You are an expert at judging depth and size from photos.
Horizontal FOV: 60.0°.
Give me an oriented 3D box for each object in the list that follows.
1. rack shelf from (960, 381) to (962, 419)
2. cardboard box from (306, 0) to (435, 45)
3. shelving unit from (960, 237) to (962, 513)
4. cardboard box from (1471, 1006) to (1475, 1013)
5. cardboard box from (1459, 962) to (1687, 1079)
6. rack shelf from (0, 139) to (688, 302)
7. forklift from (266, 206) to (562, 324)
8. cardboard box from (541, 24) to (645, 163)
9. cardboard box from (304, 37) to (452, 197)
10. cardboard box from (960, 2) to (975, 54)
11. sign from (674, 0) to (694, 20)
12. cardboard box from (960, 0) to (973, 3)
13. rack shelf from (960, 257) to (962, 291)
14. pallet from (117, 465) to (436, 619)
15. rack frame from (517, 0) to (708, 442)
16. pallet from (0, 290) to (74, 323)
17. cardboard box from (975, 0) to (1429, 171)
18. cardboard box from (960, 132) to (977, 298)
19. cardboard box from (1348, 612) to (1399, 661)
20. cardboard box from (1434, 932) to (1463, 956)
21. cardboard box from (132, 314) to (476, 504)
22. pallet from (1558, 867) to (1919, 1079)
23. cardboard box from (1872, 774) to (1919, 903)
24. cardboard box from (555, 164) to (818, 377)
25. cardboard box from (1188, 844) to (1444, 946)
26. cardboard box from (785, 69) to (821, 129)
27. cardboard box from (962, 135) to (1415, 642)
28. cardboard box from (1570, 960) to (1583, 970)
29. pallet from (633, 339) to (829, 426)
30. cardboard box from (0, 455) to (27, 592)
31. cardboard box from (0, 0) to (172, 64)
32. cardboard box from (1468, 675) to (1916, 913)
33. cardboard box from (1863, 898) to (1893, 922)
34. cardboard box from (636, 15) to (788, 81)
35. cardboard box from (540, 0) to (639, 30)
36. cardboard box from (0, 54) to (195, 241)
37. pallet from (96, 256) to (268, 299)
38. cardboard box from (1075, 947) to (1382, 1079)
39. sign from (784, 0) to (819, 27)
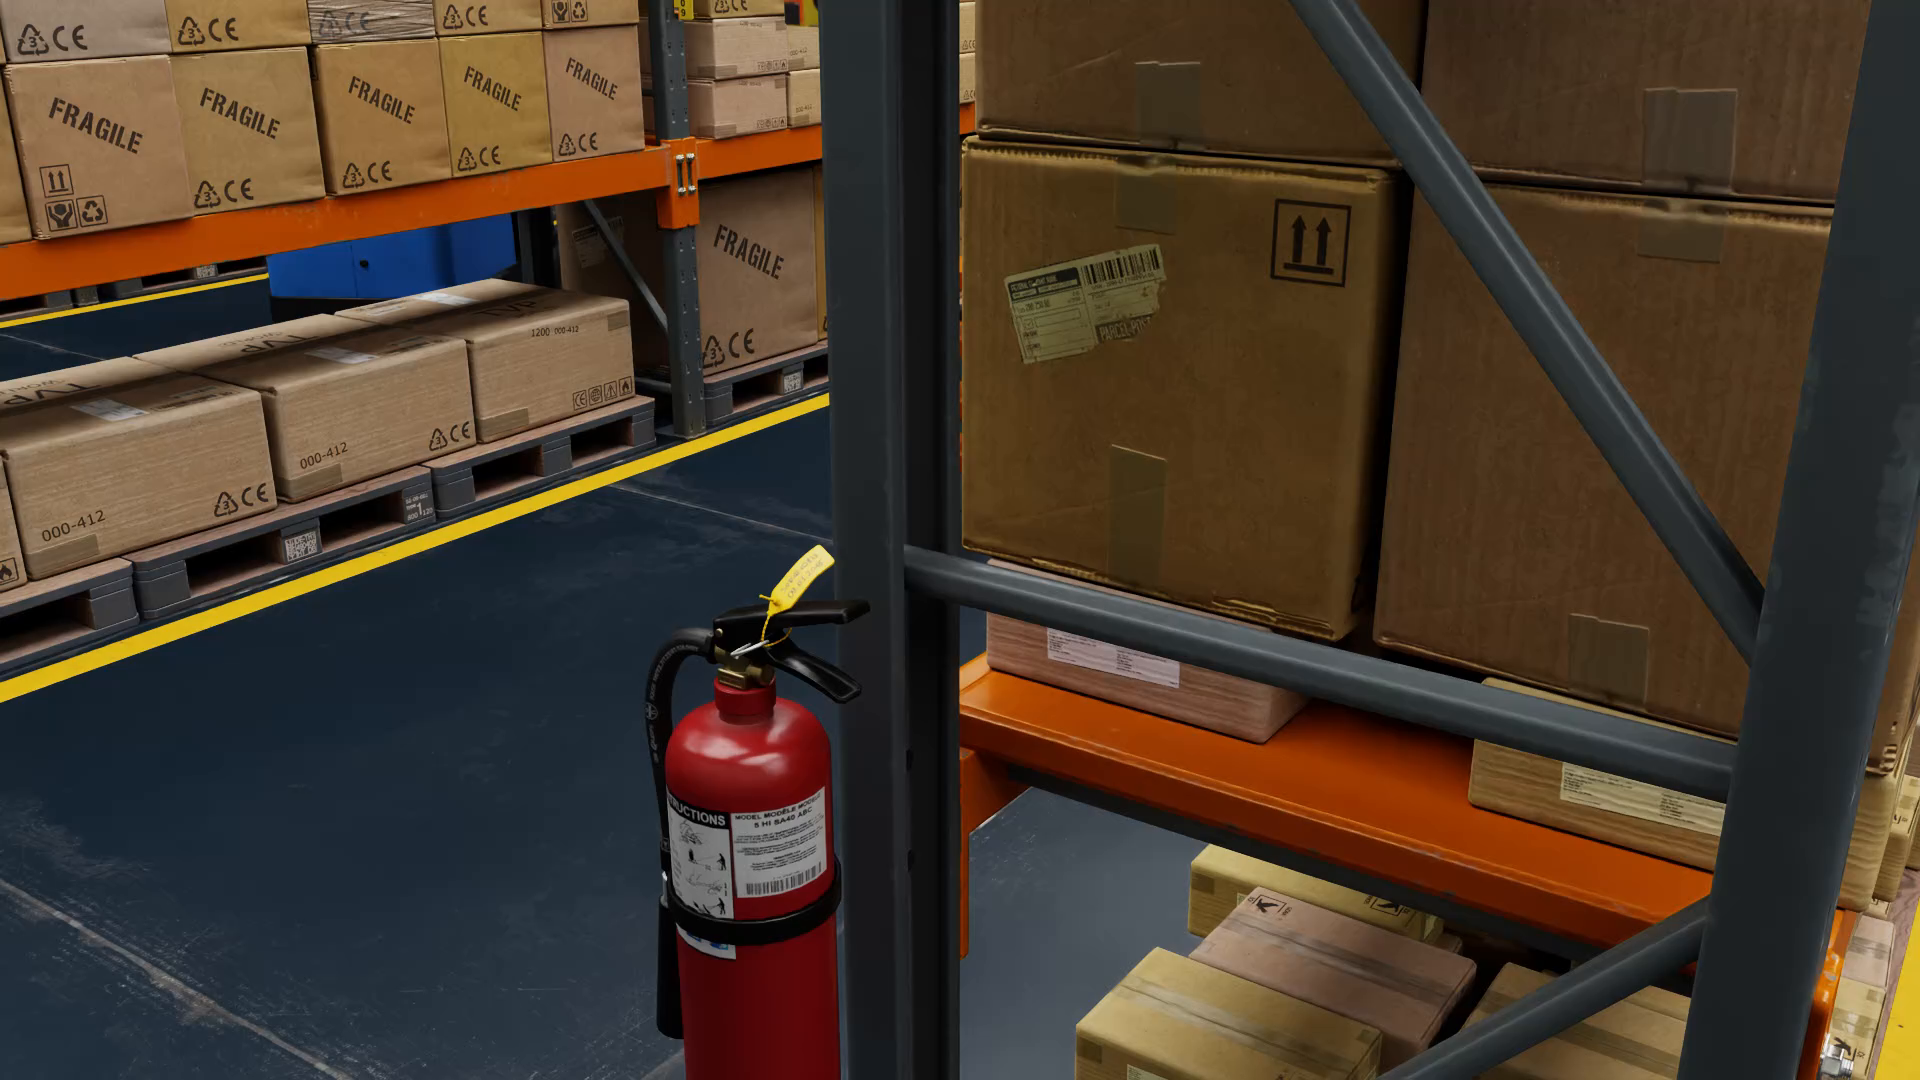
[{"bbox_3d":[-0.093,-0.452,5.952,0.258,0.148,0.480,13,24,32],"label":"rack shelf"},{"bbox_3d":[-2.202,-1.995,5.749,0.500,0.500,0.500,14,24,33],"label":"cardboard box"},{"bbox_3d":[-0.093,-0.515,5.928,0.258,1.200,0.503,13,24,32],"label":"shelving unit"},{"bbox_3d":[0.839,0.846,3.157,0.380,0.149,0.250,14,24,32],"label":"cardboard box"},{"bbox_3d":[0.938,0.798,2.430,0.380,0.149,0.250,14,24,33],"label":"cardboard box"},{"bbox_3d":[-2.719,-1.049,5.814,1.077,0.370,4.000,13,24,32],"label":"rack shelf"},{"bbox_3d":[-3.086,-2.889,9.851,1.130,2.935,3.031,2,20,4],"label":"forklift"},{"bbox_3d":[-1.644,-1.824,6.729,0.500,0.500,0.500,14,24,32],"label":"cardboard box"},{"bbox_3d":[-2.199,-1.528,5.929,0.500,0.500,0.500,13,24,31],"label":"cardboard box"},{"bbox_3d":[-0.256,-2.636,8.563,0.500,0.250,0.500,12,24,30],"label":"cardboard box"},{"bbox_3d":[-1.135,-2.296,6.785,0.100,0.325,0.005,13,24,32],"label":"sign"},{"bbox_3d":[-0.277,-2.991,8.441,0.500,0.500,0.500,13,24,31],"label":"cardboard box"},{"bbox_3d":[-0.093,-0.884,5.792,0.258,0.148,0.480,13,24,32],"label":"rack shelf"},{"bbox_3d":[-2.772,-0.098,6.226,1.003,0.211,1.213,13,24,32],"label":"pallet"},{"bbox_3d":[-1.595,-1.960,7.241,1.000,3.000,0.127,13,24,32],"label":"rack frame"},{"bbox_3d":[-6.089,-1.422,9.806,1.003,0.211,1.213,13,24,32],"label":"pallet"},{"bbox_3d":[0.359,-0.711,1.850,0.500,0.500,0.500,13,24,31],"label":"cardboard box"},{"bbox_3d":[-0.308,-1.871,9.457,0.875,0.875,0.875,14,24,32],"label":"cardboard box"},{"bbox_3d":[0.428,0.029,2.225,0.380,0.149,0.250,13,24,32],"label":"cardboard box"},{"bbox_3d":[0.659,0.768,2.941,0.380,0.149,0.250,12,24,30],"label":"cardboard box"},{"bbox_3d":[-2.539,-0.539,6.487,0.875,0.438,0.875,12,24,30],"label":"cardboard box"},{"bbox_3d":[1.522,0.835,3.703,1.003,0.211,1.213,13,24,32],"label":"pallet"},{"bbox_3d":[1.606,0.519,3.184,0.380,0.149,0.250,14,24,33],"label":"cardboard box"},{"bbox_3d":[-1.313,-1.354,8.059,0.875,0.875,0.875,14,25,33],"label":"cardboard box"},{"bbox_3d":[0.624,0.624,2.902,0.380,0.149,0.250,13,24,31],"label":"cardboard box"},{"bbox_3d":[-0.840,-2.113,7.871,0.500,0.250,0.500,13,24,31],"label":"cardboard box"},{"bbox_3d":[0.347,-0.242,2.022,0.500,0.500,0.500,14,24,33],"label":"cardboard box"},{"bbox_3d":[1.257,0.664,2.794,0.380,0.149,0.250,12,23,29],"label":"cardboard box"},{"bbox_3d":[-1.223,-0.888,8.363,1.003,0.211,1.213,13,24,32],"label":"pallet"},{"bbox_3d":[-3.555,-0.017,5.074,0.875,0.438,0.875,12,24,30],"label":"cardboard box"},{"bbox_3d":[-2.770,-1.709,4.977,0.500,0.500,0.500,13,24,31],"label":"cardboard box"},{"bbox_3d":[0.760,0.213,1.729,0.380,0.149,0.250,13,24,31],"label":"cardboard box"},{"bbox_3d":[1.725,0.730,3.473,0.380,0.149,0.250,13,24,32],"label":"cardboard box"},{"bbox_3d":[-1.114,-2.196,7.373,0.500,0.250,0.500,12,24,30],"label":"cardboard box"},{"bbox_3d":[-1.632,-2.287,6.538,0.500,0.500,0.500,13,24,31],"label":"cardboard box"},{"bbox_3d":[-2.774,-1.234,5.134,0.500,0.500,0.500,13,24,32],"label":"cardboard box"},{"bbox_3d":[-5.276,-1.860,10.989,1.003,0.211,1.213,13,24,32],"label":"pallet"},{"bbox_3d":[0.395,0.784,2.469,0.380,0.149,0.250,14,24,32],"label":"cardboard box"},{"bbox_3d":[-0.141,-0.681,1.659,0.100,0.325,0.005,13,24,32],"label":"sign"}]
